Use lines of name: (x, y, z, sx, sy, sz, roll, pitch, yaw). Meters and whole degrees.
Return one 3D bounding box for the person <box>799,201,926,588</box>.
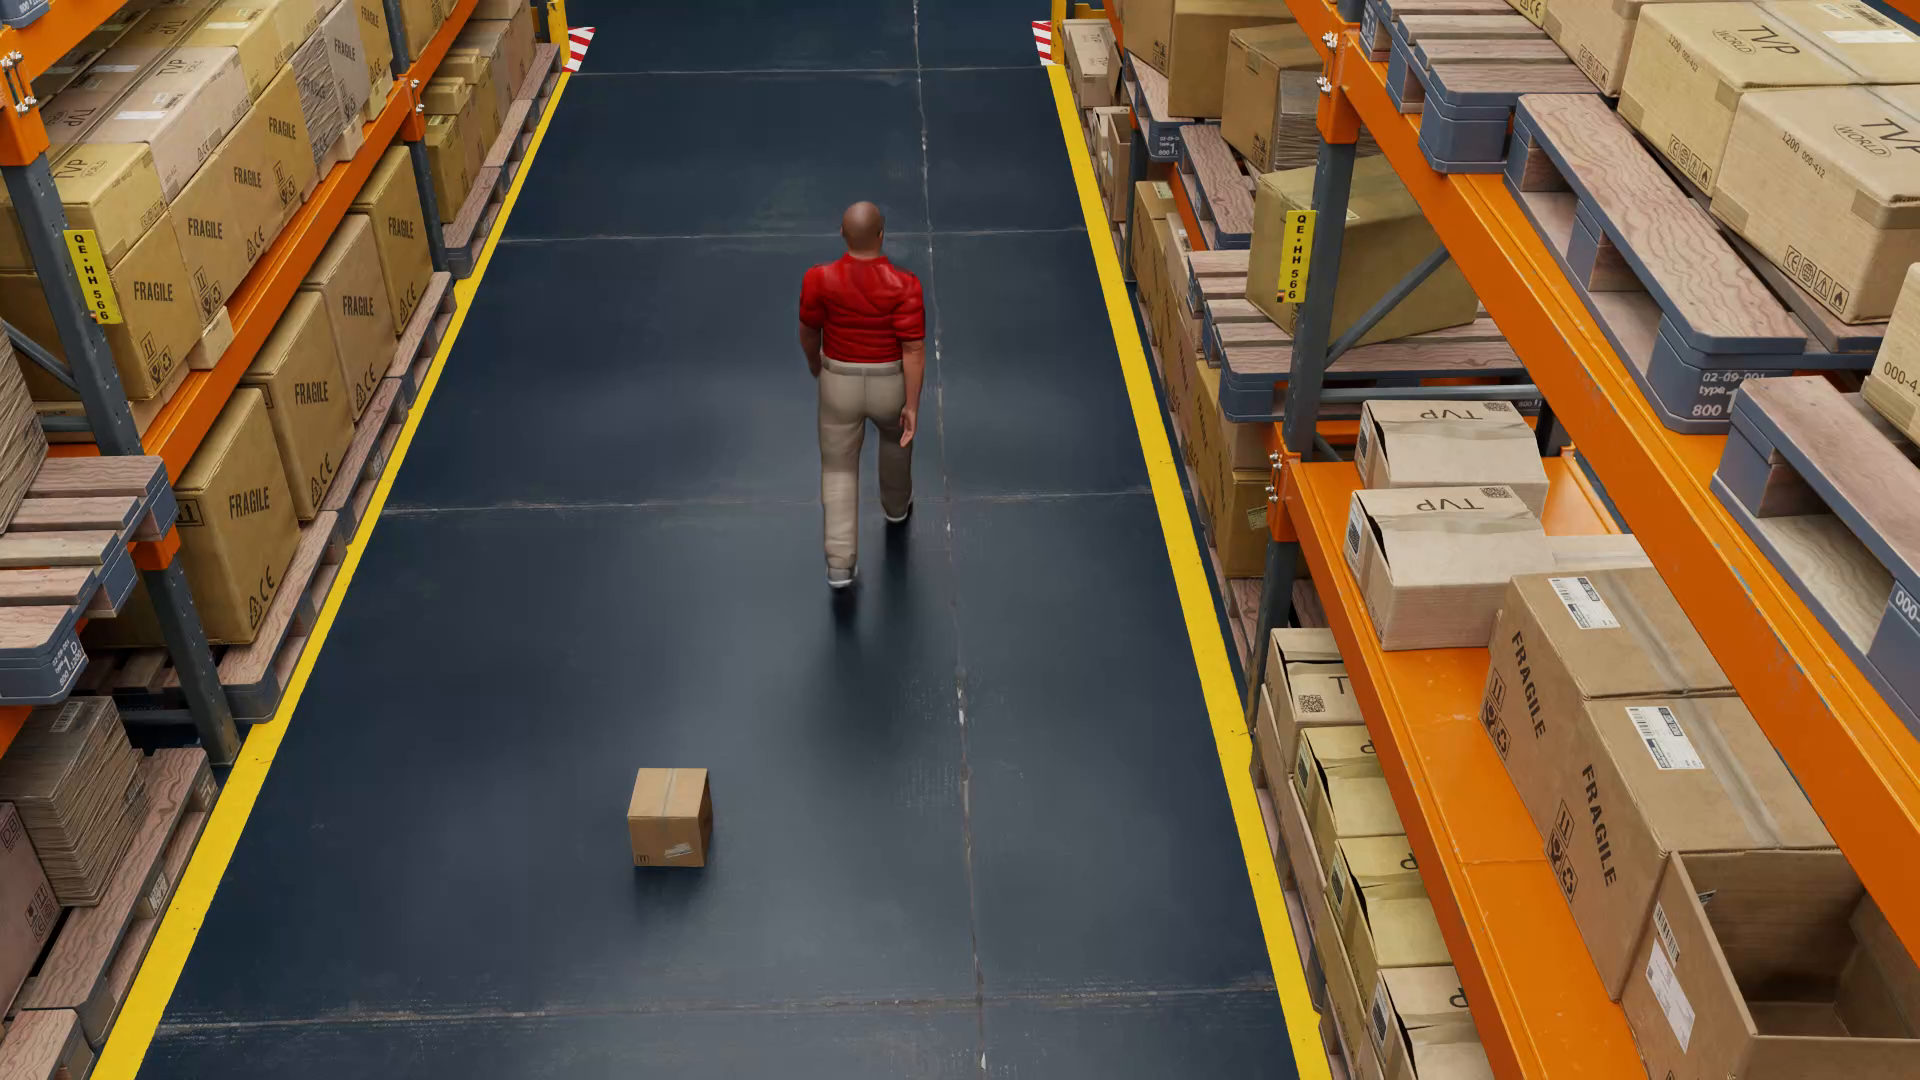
person: (-0.409, -0.665, 7.100, 0.541, 1.673, 0.990, 0, 35, 0)
